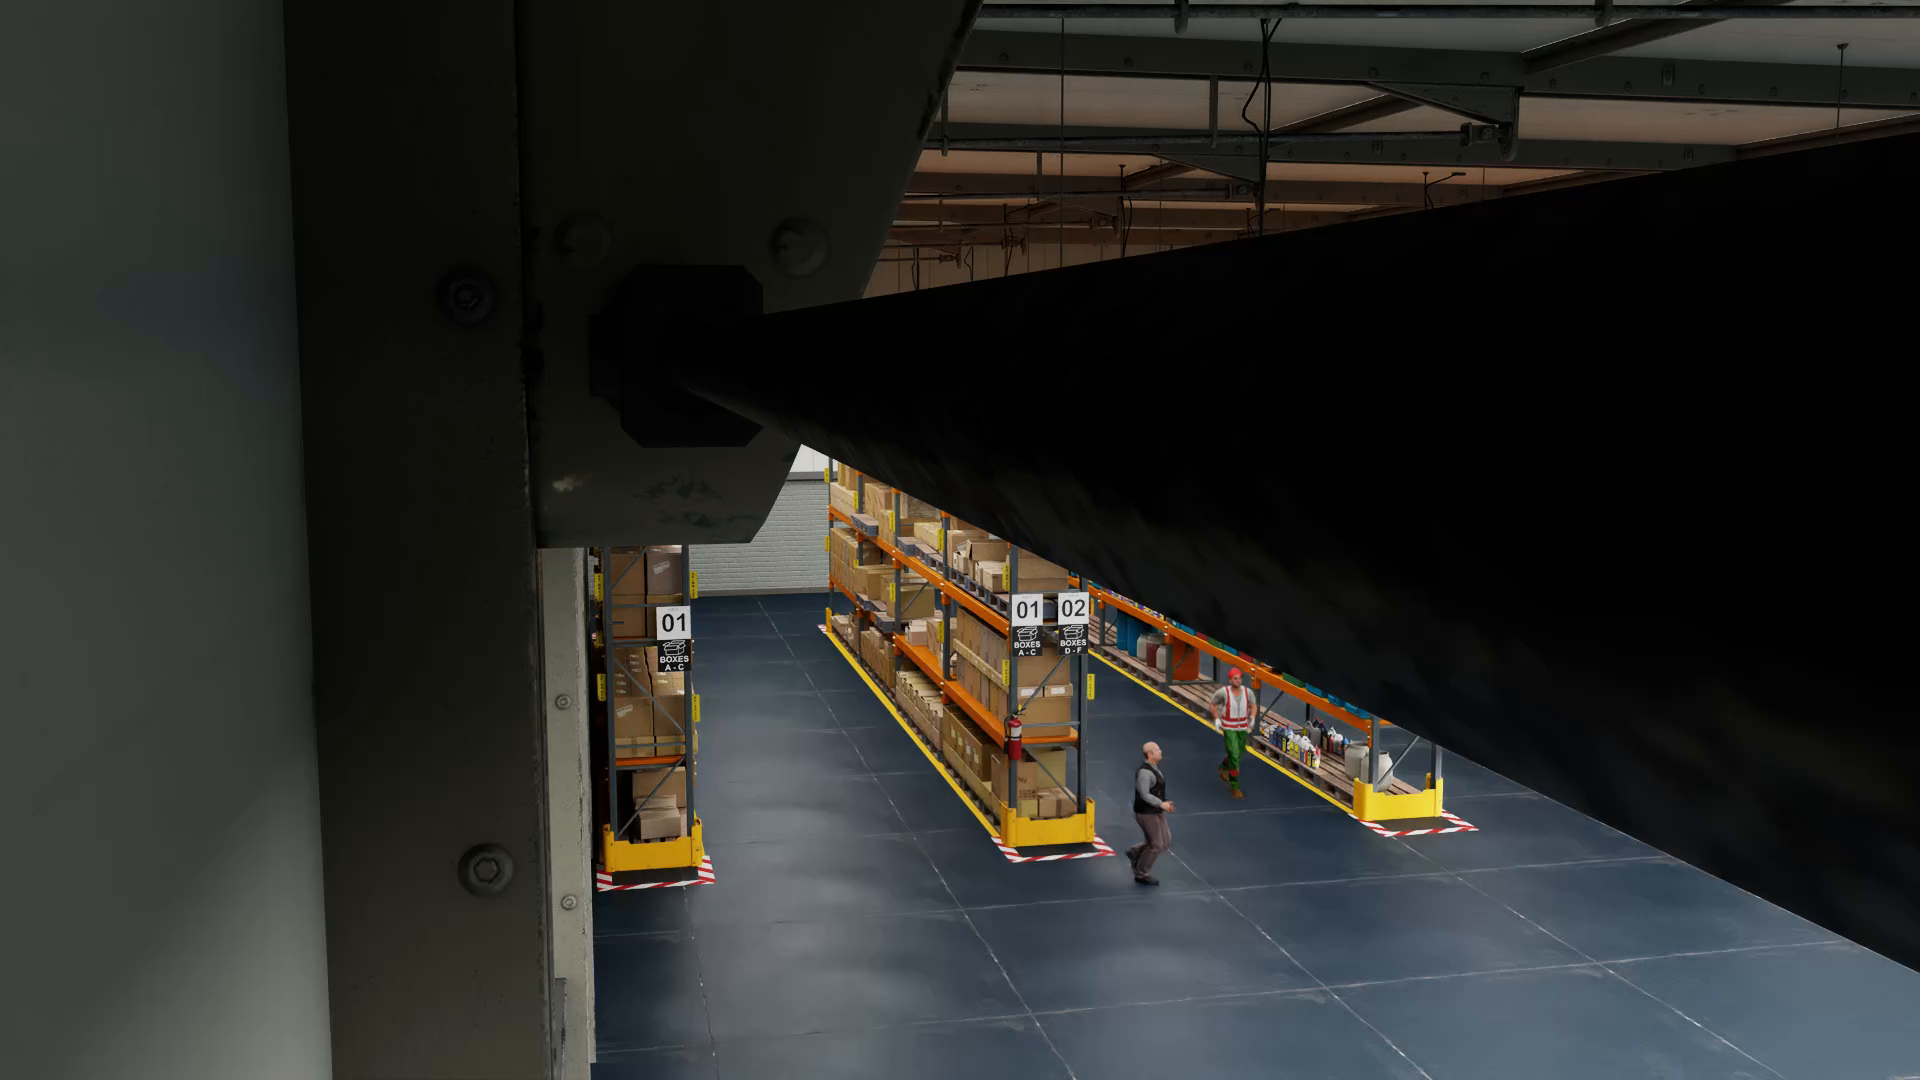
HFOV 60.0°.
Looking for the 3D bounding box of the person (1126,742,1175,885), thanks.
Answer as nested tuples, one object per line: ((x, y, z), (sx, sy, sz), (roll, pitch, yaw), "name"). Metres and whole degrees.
((2.237, 3.192, 19.511), (0.598, 1.685, 0.696), (2, 7, 14), "person")

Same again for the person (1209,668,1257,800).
((3.851, 2.671, 23.432), (0.652, 1.814, 0.861), (-2, 7, -15), "person")
